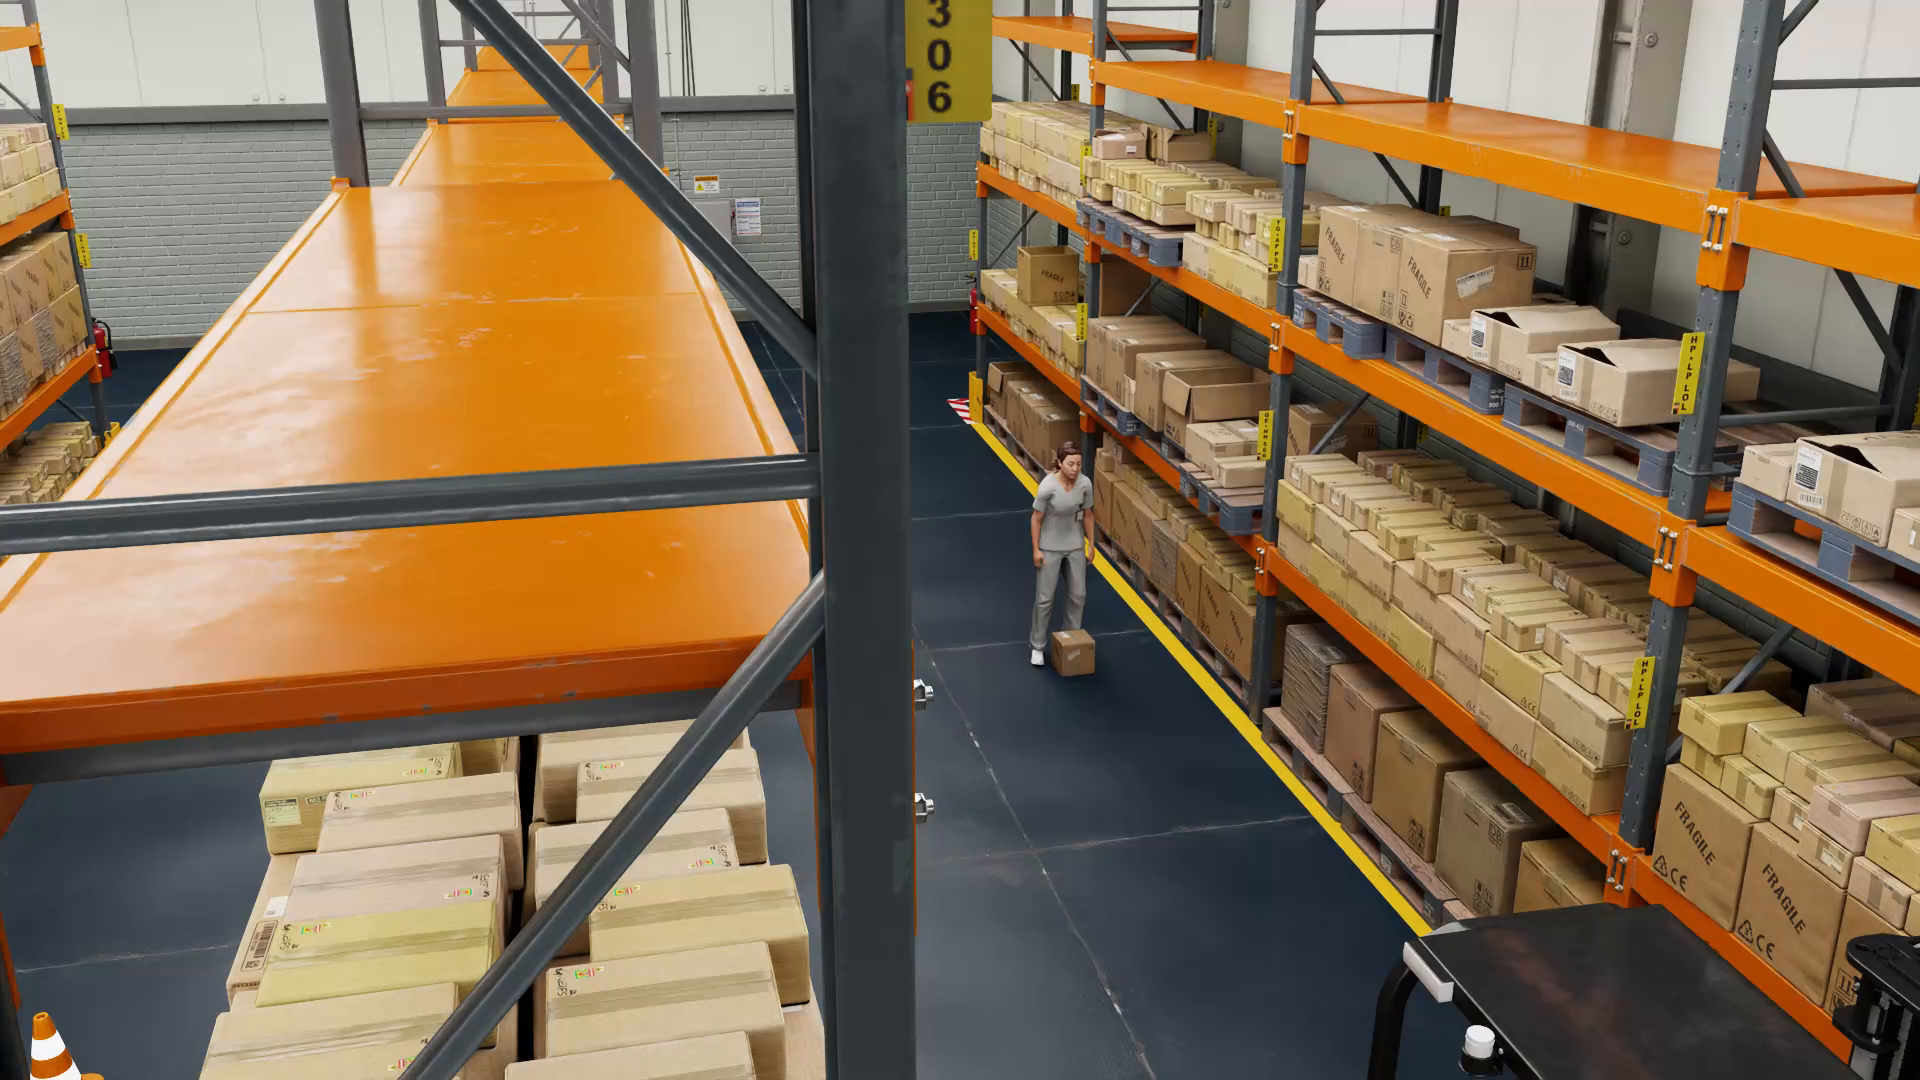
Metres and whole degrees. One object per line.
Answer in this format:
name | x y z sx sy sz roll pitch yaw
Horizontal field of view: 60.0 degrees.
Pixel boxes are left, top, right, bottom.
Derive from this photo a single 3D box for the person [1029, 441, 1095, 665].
person | 0.745 0.076 12.142 0.514 1.672 0.357 -6 21 -16
